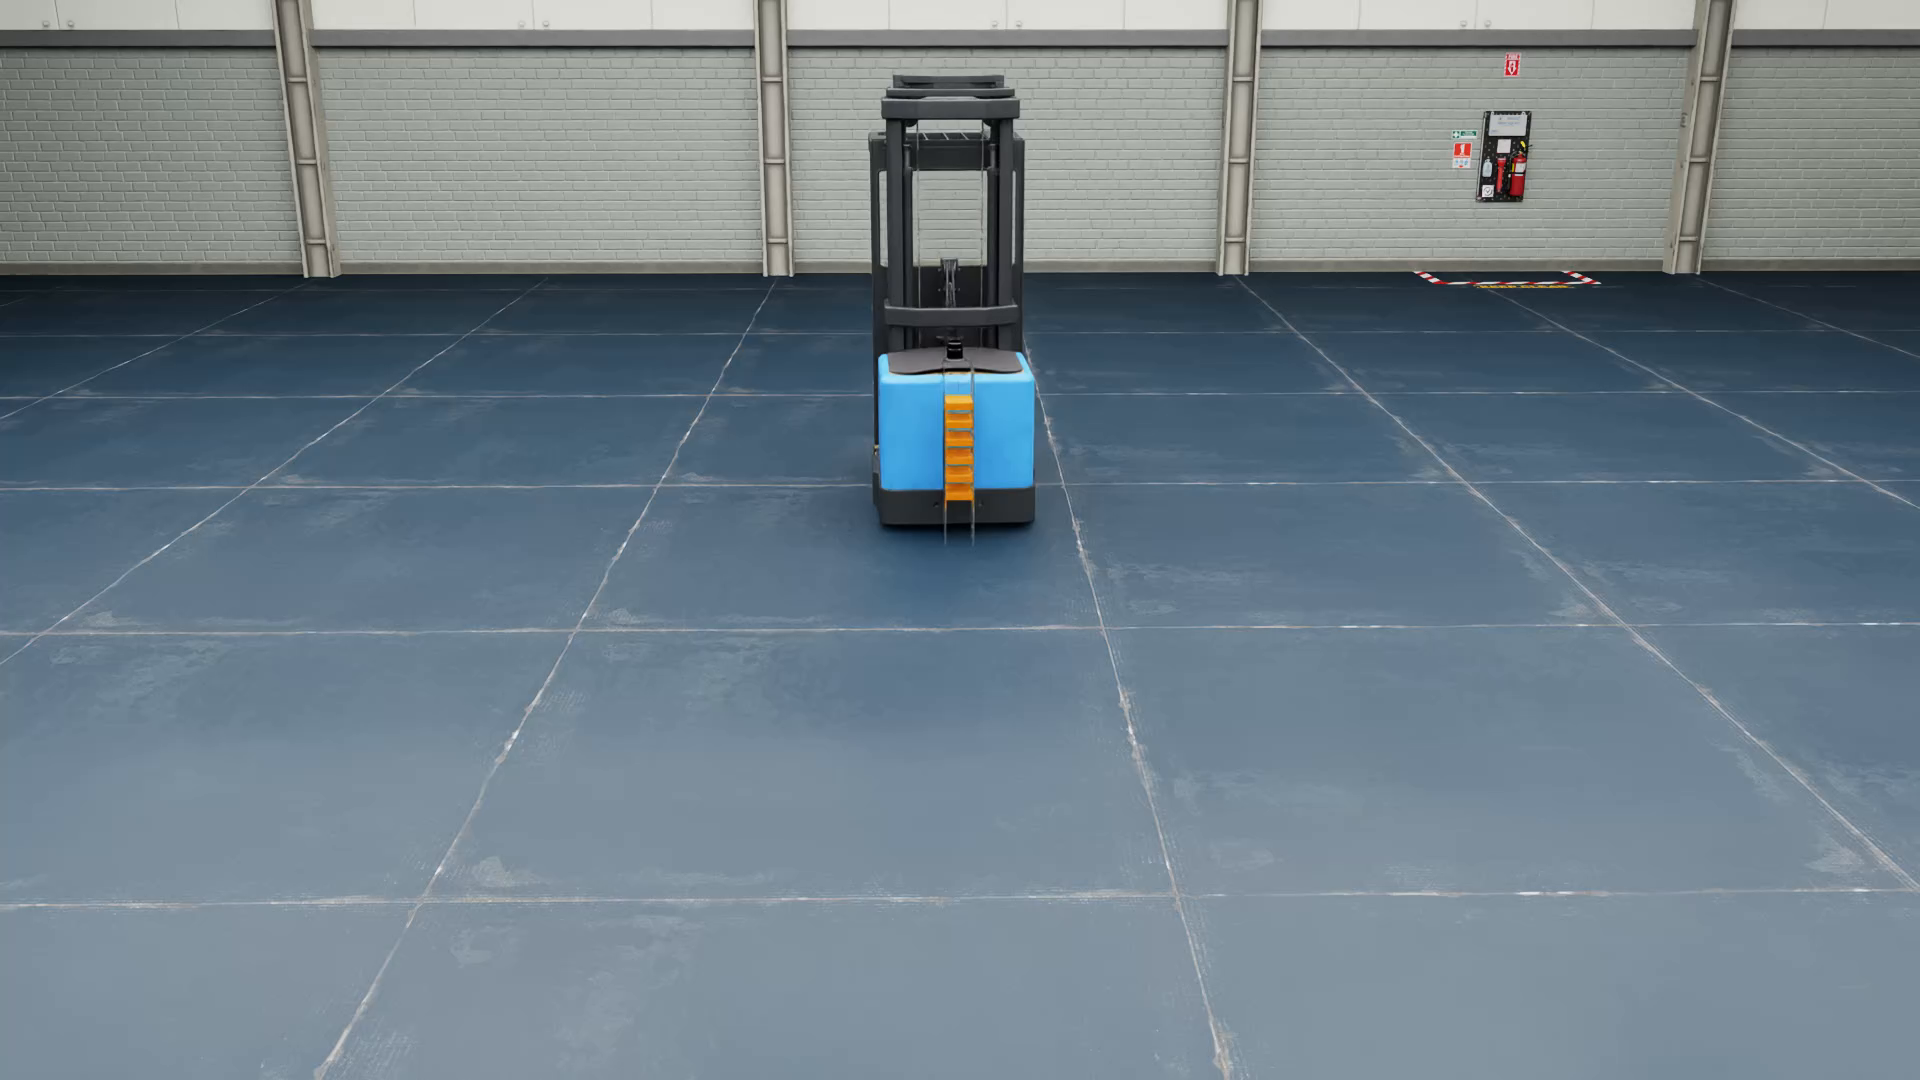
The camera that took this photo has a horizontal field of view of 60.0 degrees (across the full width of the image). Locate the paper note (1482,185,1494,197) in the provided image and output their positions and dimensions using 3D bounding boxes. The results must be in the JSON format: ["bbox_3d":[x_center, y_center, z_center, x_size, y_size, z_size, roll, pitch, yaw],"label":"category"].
[{"bbox_3d":[6.958,-4.597,21.910,0.142,0.148,0.016,0,18,-1],"label":"paper note"}]

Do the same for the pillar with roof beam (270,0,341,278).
[{"bbox_3d":[-8.322,-6.452,16.428,0.400,9.000,9.100,0,18,-1],"label":"pillar with roof beam"}]

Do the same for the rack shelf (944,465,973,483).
[{"bbox_3d":[-0.010,-0.410,10.900,0.180,0.103,0.258,-1,18,-3],"label":"rack shelf"}]

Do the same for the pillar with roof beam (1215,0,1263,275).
[{"bbox_3d":[3.676,-6.510,16.608,0.400,9.000,9.100,0,18,-1],"label":"pillar with roof beam"}]

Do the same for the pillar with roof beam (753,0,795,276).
[{"bbox_3d":[-2.323,-6.481,16.518,0.400,9.000,9.100,0,18,-1],"label":"pillar with roof beam"}]

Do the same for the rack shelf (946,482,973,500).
[{"bbox_3d":[-0.010,-0.296,10.937,0.180,0.103,0.258,-1,18,-3],"label":"rack shelf"}]

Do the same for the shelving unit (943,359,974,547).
[{"bbox_3d":[-0.011,-0.567,10.850,0.189,1.200,0.258,-1,18,-3],"label":"shelving unit"}]

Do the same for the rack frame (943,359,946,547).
[{"bbox_3d":[-0.102,-0.565,10.845,0.006,1.200,0.240,-1,18,-3],"label":"rack frame"}]

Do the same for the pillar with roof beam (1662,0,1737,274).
[{"bbox_3d":[9.676,-6.539,16.698,0.400,9.000,9.100,0,18,-1],"label":"pillar with roof beam"}]

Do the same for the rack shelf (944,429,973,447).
[{"bbox_3d":[-0.011,-0.639,10.827,0.180,0.103,0.258,-1,18,-3],"label":"rack shelf"}]

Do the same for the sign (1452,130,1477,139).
[{"bbox_3d":[6.586,-5.292,21.708,0.331,0.109,0.001,0,18,-1],"label":"sign"}]

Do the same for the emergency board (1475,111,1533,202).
[{"bbox_3d":[7.136,-4.997,21.713,0.643,1.169,0.194,0,18,-1],"label":"emergency board"}]

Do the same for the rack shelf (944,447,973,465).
[{"bbox_3d":[-0.011,-0.525,10.864,0.180,0.103,0.258,-1,18,-3],"label":"rack shelf"}]

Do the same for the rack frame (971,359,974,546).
[{"bbox_3d":[0.081,-0.569,10.855,0.006,1.200,0.240,-1,18,-3],"label":"rack frame"}]

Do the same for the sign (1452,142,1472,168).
[{"bbox_3d":[6.582,-5.042,21.797,0.234,0.329,0.001,0,18,-1],"label":"sign"}]

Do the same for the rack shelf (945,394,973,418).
[{"bbox_3d":[-0.011,-0.867,10.754,0.180,0.103,0.258,-1,18,-3],"label":"rack shelf"}]

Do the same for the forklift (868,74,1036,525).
[{"bbox_3d":[-0.106,-1.898,12.165,1.130,2.935,3.031,-1,18,-4],"label":"forklift"}]

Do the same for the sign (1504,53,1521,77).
[{"bbox_3d":[7.126,-6.131,21.453,0.199,0.298,0.001,0,18,-1],"label":"sign"}]

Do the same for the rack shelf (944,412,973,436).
[{"bbox_3d":[-0.011,-0.753,10.790,0.180,0.103,0.258,-1,18,-3],"label":"rack shelf"}]
